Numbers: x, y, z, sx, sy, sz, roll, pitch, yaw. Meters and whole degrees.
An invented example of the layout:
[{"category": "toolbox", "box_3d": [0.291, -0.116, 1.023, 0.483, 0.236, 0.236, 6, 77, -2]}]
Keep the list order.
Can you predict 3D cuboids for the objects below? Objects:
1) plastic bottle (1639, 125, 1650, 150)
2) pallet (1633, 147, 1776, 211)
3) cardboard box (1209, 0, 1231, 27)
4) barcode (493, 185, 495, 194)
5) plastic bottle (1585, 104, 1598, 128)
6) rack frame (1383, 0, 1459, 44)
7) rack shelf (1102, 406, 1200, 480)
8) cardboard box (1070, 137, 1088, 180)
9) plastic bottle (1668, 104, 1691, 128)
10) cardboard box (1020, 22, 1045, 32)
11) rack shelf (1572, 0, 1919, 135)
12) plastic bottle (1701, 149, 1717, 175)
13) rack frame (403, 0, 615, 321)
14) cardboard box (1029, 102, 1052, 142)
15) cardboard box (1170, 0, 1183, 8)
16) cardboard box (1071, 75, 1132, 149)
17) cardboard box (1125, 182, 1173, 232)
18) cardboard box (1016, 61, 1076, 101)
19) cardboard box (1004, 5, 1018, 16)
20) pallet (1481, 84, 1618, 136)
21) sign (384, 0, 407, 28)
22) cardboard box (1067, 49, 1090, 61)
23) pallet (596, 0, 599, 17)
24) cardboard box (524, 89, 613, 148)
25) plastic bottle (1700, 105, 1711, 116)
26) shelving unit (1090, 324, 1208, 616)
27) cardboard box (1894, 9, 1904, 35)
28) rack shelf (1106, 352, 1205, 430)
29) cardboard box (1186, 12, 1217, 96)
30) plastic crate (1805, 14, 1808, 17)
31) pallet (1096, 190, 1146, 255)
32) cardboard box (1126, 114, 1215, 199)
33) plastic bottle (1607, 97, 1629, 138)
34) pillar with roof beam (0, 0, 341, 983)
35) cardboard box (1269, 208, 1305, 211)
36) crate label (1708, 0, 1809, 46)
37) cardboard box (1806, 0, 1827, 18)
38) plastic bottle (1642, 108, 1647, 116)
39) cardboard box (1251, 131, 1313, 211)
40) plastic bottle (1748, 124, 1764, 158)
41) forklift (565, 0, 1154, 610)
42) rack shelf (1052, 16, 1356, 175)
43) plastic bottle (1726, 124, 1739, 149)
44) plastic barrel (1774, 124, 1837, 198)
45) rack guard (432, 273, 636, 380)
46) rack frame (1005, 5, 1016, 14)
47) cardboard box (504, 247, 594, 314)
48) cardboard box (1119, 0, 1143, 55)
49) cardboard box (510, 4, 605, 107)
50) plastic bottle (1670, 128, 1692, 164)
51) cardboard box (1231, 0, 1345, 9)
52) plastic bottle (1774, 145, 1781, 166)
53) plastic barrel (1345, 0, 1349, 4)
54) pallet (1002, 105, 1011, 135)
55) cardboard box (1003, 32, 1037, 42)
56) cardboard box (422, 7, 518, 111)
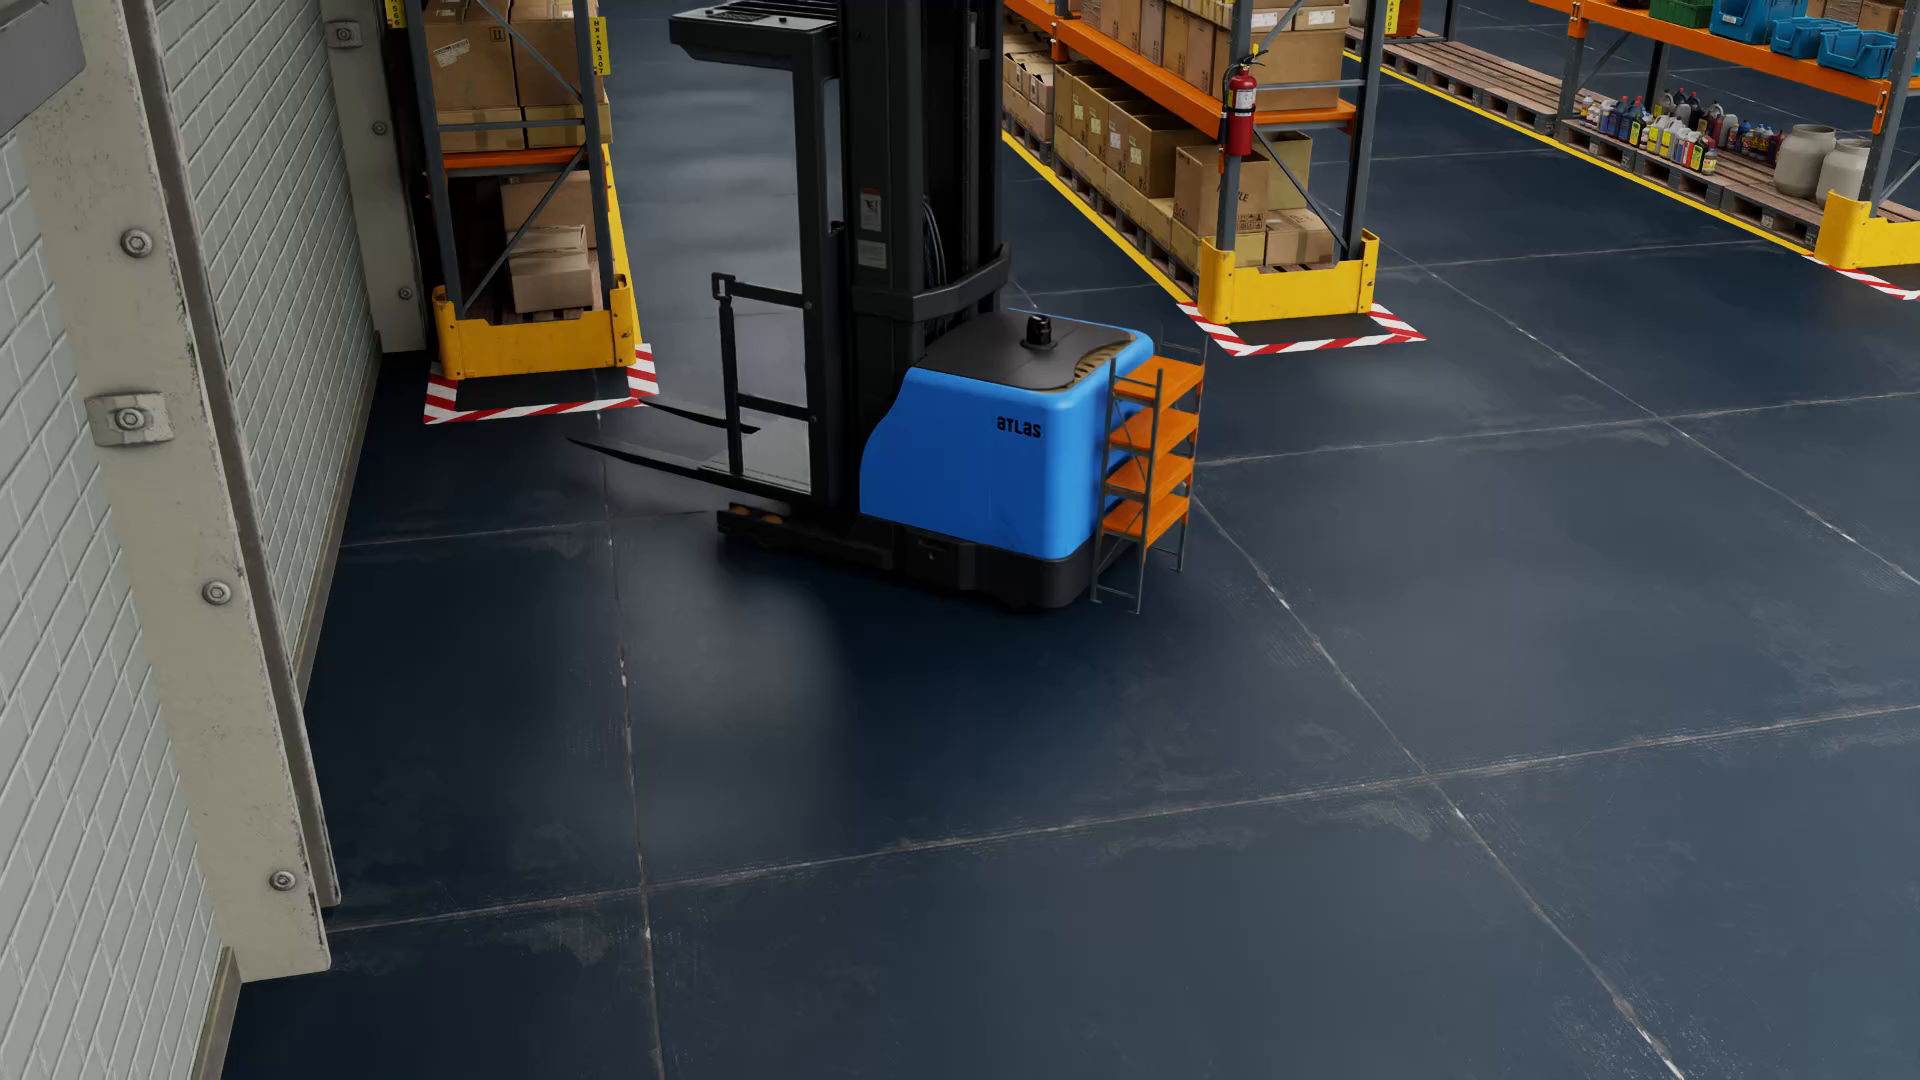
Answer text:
[{"category": "plastic bottle", "box_3d": [5.996, -3.518, 14.508, 0.097, 0.201, 0.097, 0, 27, 0]}, {"category": "pallet", "box_3d": [6.524, -3.096, 14.150, 1.003, 0.211, 1.213, -6, 27, -12]}, {"category": "cardboard box", "box_3d": [1.877, -3.517, 11.058, 0.380, 0.149, 0.250, -5, 27, -10]}, {"category": "barcode", "box_3d": [-3.618, -2.723, 12.912, 0.001, 0.075, 0.075, -6, 27, -12]}, {"category": "plastic bottle", "box_3d": [5.802, -3.895, 15.255, 0.097, 0.201, 0.097, 0, 27, 0]}, {"category": "rack frame", "box_3d": [5.233, -6.933, 18.657, 1.000, 3.000, 0.127, -6, 27, -12]}, {"category": "rack shelf", "box_3d": [0.858, -0.453, 7.457, 0.258, 0.148, 0.480, 17, 31, 25]}, {"category": "cardboard box", "box_3d": [1.225, -3.181, 13.809, 0.500, 0.250, 0.500, -6, 27, -12]}, {"category": "plastic bottle", "box_3d": [6.465, -3.794, 14.972, 0.152, 0.276, 0.135, -6, 27, -12]}, {"category": "cardboard box", "box_3d": [0.888, -5.209, 17.205, 0.500, 0.311, 0.500, -6, 27, -12]}, {"category": "rack shelf", "box_3d": [6.585, -3.978, 13.600, 1.077, 0.370, 4.000, -6, 27, -12]}, {"category": "plastic bottle", "box_3d": [6.195, -3.130, 13.739, 0.097, 0.201, 0.097, 0, 27, 0]}, {"category": "rack frame", "box_3d": [-2.616, -2.415, 9.706, 1.000, 3.000, 0.127, -6, 27, -12]}, {"category": "cardboard box", "box_3d": [0.932, -3.788, 15.012, 0.500, 0.250, 0.500, -6, 27, -12]}, {"category": "cardboard box", "box_3d": [1.705, -3.855, 11.728, 0.380, 0.149, 0.250, -5, 27, -10]}, {"category": "cardboard box", "box_3d": [1.228, -3.516, 13.641, 0.500, 0.500, 0.500, -6, 27, -12]}, {"category": "cardboard box", "box_3d": [1.562, -2.523, 12.504, 0.500, 0.250, 0.500, -6, 27, -12]}, {"category": "cardboard box", "box_3d": [0.814, -4.262, 15.329, 0.500, 0.311, 0.500, -5, 27, -10]}, {"category": "cardboard box", "box_3d": [0.582, -5.741, 18.581, 0.500, 0.500, 0.500, -5, 27, -9]}, {"category": "pallet", "box_3d": [5.920, -4.273, 16.481, 1.003, 0.211, 1.213, -6, 27, -12]}, {"category": "sign", "box_3d": [-3.161, -3.025, 9.279, 0.100, 0.325, 0.005, -6, 27, -12]}, {"category": "cardboard box", "box_3d": [1.232, -4.540, 15.879, 0.500, 0.311, 0.500, -7, 28, -13]}, {"category": "pallet", "box_3d": [-3.548, -4.436, 13.922, 1.003, 0.211, 1.213, -6, 27, -12]}, {"category": "cardboard box", "box_3d": [-2.417, -2.603, 10.223, 0.500, 0.250, 0.500, -7, 28, -13]}, {"category": "plastic bottle", "box_3d": [6.681, -3.756, 14.888, 0.061, 0.283, 0.133, -4, 27, -8]}, {"category": "shelving unit", "box_3d": [0.852, -0.315, 7.530, 0.258, 1.200, 0.503, 17, 31, 25]}, {"category": "cardboard box", "box_3d": [10.627, -5.489, 18.082, 0.700, 0.500, 0.500, -8, 28, -16]}, {"category": "rack shelf", "box_3d": [0.867, -0.662, 7.345, 0.258, 0.148, 0.480, 17, 31, 25]}, {"category": "cardboard box", "box_3d": [1.994, -3.400, 11.547, 0.700, 0.500, 0.500, -5, 27, -10]}, {"category": "plastic crate", "box_3d": [6.747, -4.372, 13.876, 0.530, 0.136, 0.437, -6, 27, -12]}, {"category": "pallet", "box_3d": [1.725, -2.541, 13.049, 1.003, 0.211, 1.213, -6, 27, -12]}, {"category": "cardboard box", "box_3d": [1.559, -2.857, 12.335, 0.500, 0.500, 0.500, -6, 27, -12]}, {"category": "plastic bottle", "box_3d": [5.912, -3.794, 14.890, 0.144, 0.351, 0.185, -5, 27, -10]}, {"category": "pillar with roof beam", "box_3d": [1.930, -3.116, 4.436, 9.100, 9.000, 0.400, -6, 27, -12]}, {"category": "cardboard box", "box_3d": [2.189, -2.357, 12.176, 0.500, 0.250, 0.500, -6, 27, -12]}, {"category": "crate label", "box_3d": [6.358, -4.217, 13.237, 0.502, 0.435, 0.616, -6, 27, -12]}, {"category": "cardboard box", "box_3d": [10.229, -6.224, 19.539, 0.700, 0.500, 0.500, -7, 28, -14]}, {"category": "plastic bottle", "box_3d": [6.063, -3.707, 14.806, 0.097, 0.271, 0.097, 0, 27, 0]}, {"category": "cardboard box", "box_3d": [2.191, -2.692, 12.007, 0.500, 0.500, 0.500, -6, 27, -12]}, {"category": "plastic bottle", "box_3d": [6.831, -3.421, 14.239, 0.097, 0.271, 0.097, 0, 27, 0]}, {"category": "forklift", "box_3d": [-0.618, -1.457, 7.885, 3.031, 2.935, 1.130, 14, 30, 26]}, {"category": "rack shelf", "box_3d": [1.759, -3.476, 12.607, 1.077, 0.370, 4.000, -6, 27, -12]}, {"category": "plastic bottle", "box_3d": [6.763, -3.524, 14.520, 0.097, 0.201, 0.097, 0, 27, 0]}, {"category": "plastic barrel", "box_3d": [6.700, -2.999, 13.158, 0.421, 0.512, 0.421, 0, 27, 0]}, {"category": "rack guard", "box_3d": [-2.633, -1.332, 10.335, 1.175, 0.500, 0.348, -6, 27, -12]}, {"category": "rack frame", "box_3d": [0.407, -6.432, 17.664, 1.000, 3.000, 0.127, -6, 27, -12]}, {"category": "cardboard box", "box_3d": [-2.684, -1.724, 10.832, 0.500, 0.311, 0.500, -9, 28, -17]}, {"category": "cardboard box", "box_3d": [1.649, -4.075, 12.883, 0.700, 0.500, 0.500, -6, 27, -11]}, {"category": "cardboard box", "box_3d": [-2.431, -2.932, 10.042, 0.500, 0.500, 0.500, -6, 27, -12]}, {"category": "plastic bottle", "box_3d": [6.134, -3.337, 14.068, 0.152, 0.276, 0.135, -7, 28, -13]}, {"category": "cardboard box", "box_3d": [2.105, -3.773, 10.845, 0.700, 0.500, 0.500, -6, 27, -11]}, {"category": "plastic bottle", "box_3d": [6.908, -3.241, 13.960, 0.097, 0.201, 0.097, 0, 27, 0]}, {"category": "plastic barrel", "box_3d": [4.852, -6.753, 20.510, 0.600, 0.588, 0.708, -6, 27, -12]}, {"category": "pallet", "box_3d": [0.826, -4.287, 16.509, 1.003, 0.211, 1.213, -6, 27, -12]}, {"category": "cardboard box", "box_3d": [0.478, -4.928, 16.648, 0.500, 0.311, 0.500, -7, 28, -13]}, {"category": "cardboard box", "box_3d": [-2.929, -2.877, 9.933, 0.500, 0.500, 0.500, -6, 27, -12]}]
